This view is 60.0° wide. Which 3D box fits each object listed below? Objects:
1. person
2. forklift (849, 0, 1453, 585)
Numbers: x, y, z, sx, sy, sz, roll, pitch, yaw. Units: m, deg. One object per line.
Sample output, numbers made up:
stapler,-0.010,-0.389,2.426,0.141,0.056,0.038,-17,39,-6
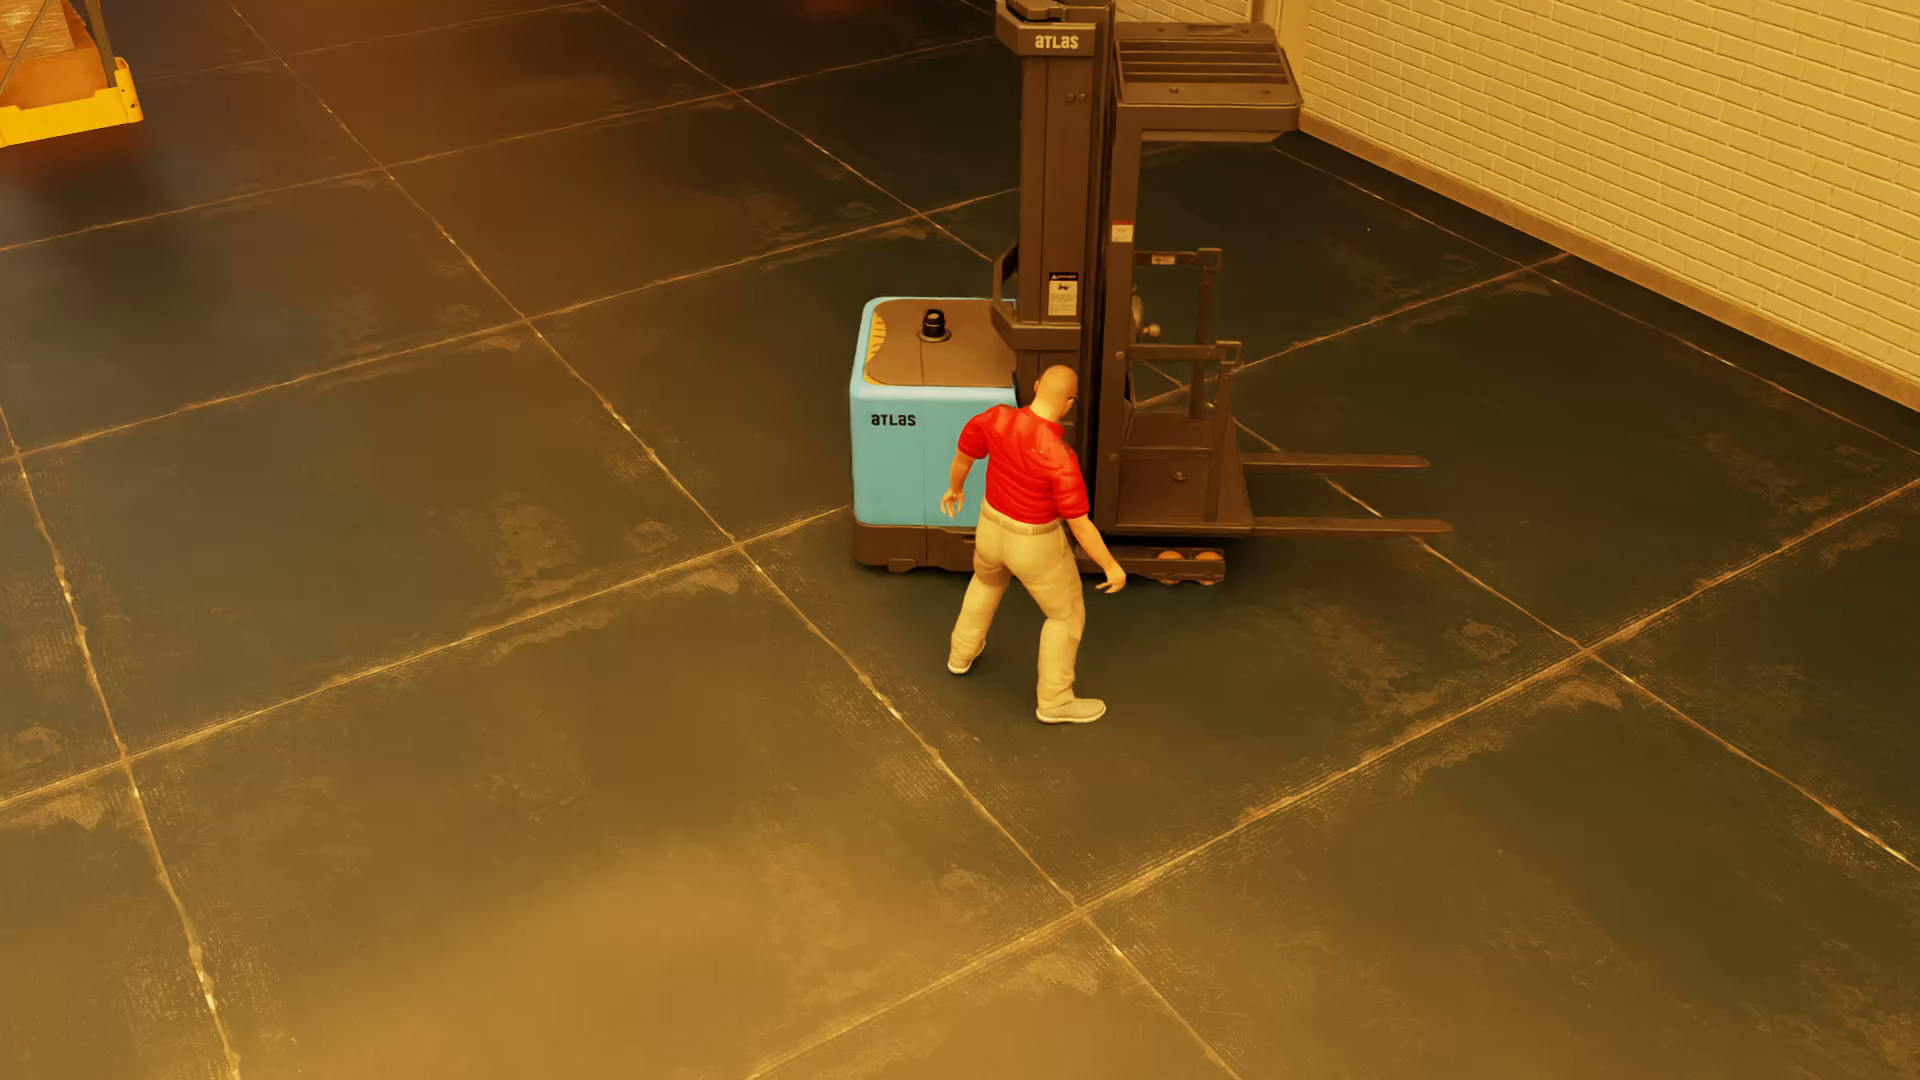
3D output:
person,0.305,-0.006,7.258,0.914,1.682,0.371,28,44,34
forklift,0.986,-1.286,7.978,3.031,2.935,1.130,1,35,2
